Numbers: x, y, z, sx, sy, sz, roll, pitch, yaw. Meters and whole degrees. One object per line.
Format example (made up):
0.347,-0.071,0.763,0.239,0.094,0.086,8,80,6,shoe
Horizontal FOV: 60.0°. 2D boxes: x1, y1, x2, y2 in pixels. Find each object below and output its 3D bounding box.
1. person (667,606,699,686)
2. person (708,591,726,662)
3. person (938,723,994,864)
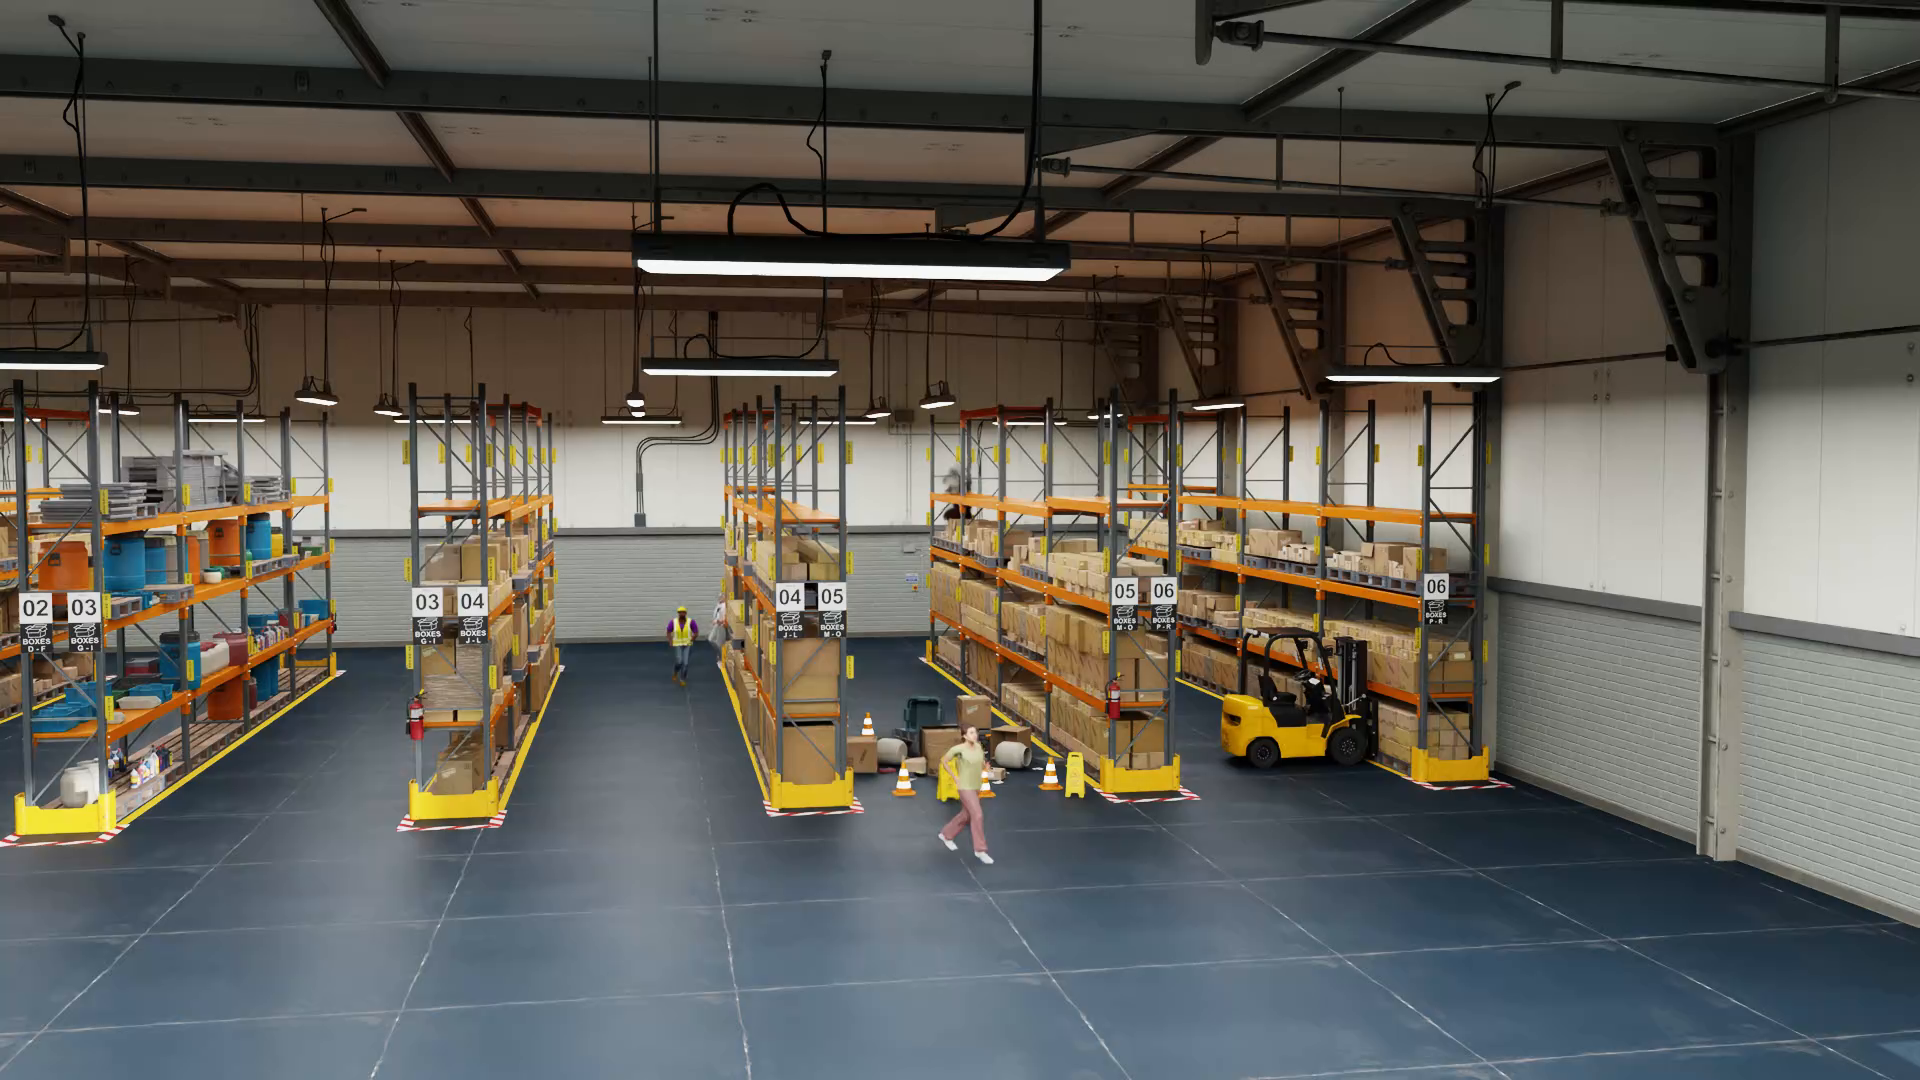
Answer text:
-6.021,2.307,36.159,0.682,1.729,0.599,-1,3,-12,person
-5.810,2.113,40.271,0.571,1.760,0.685,-2,3,-32,person
0.106,3.113,20.699,0.894,1.693,0.558,2,4,40,person
